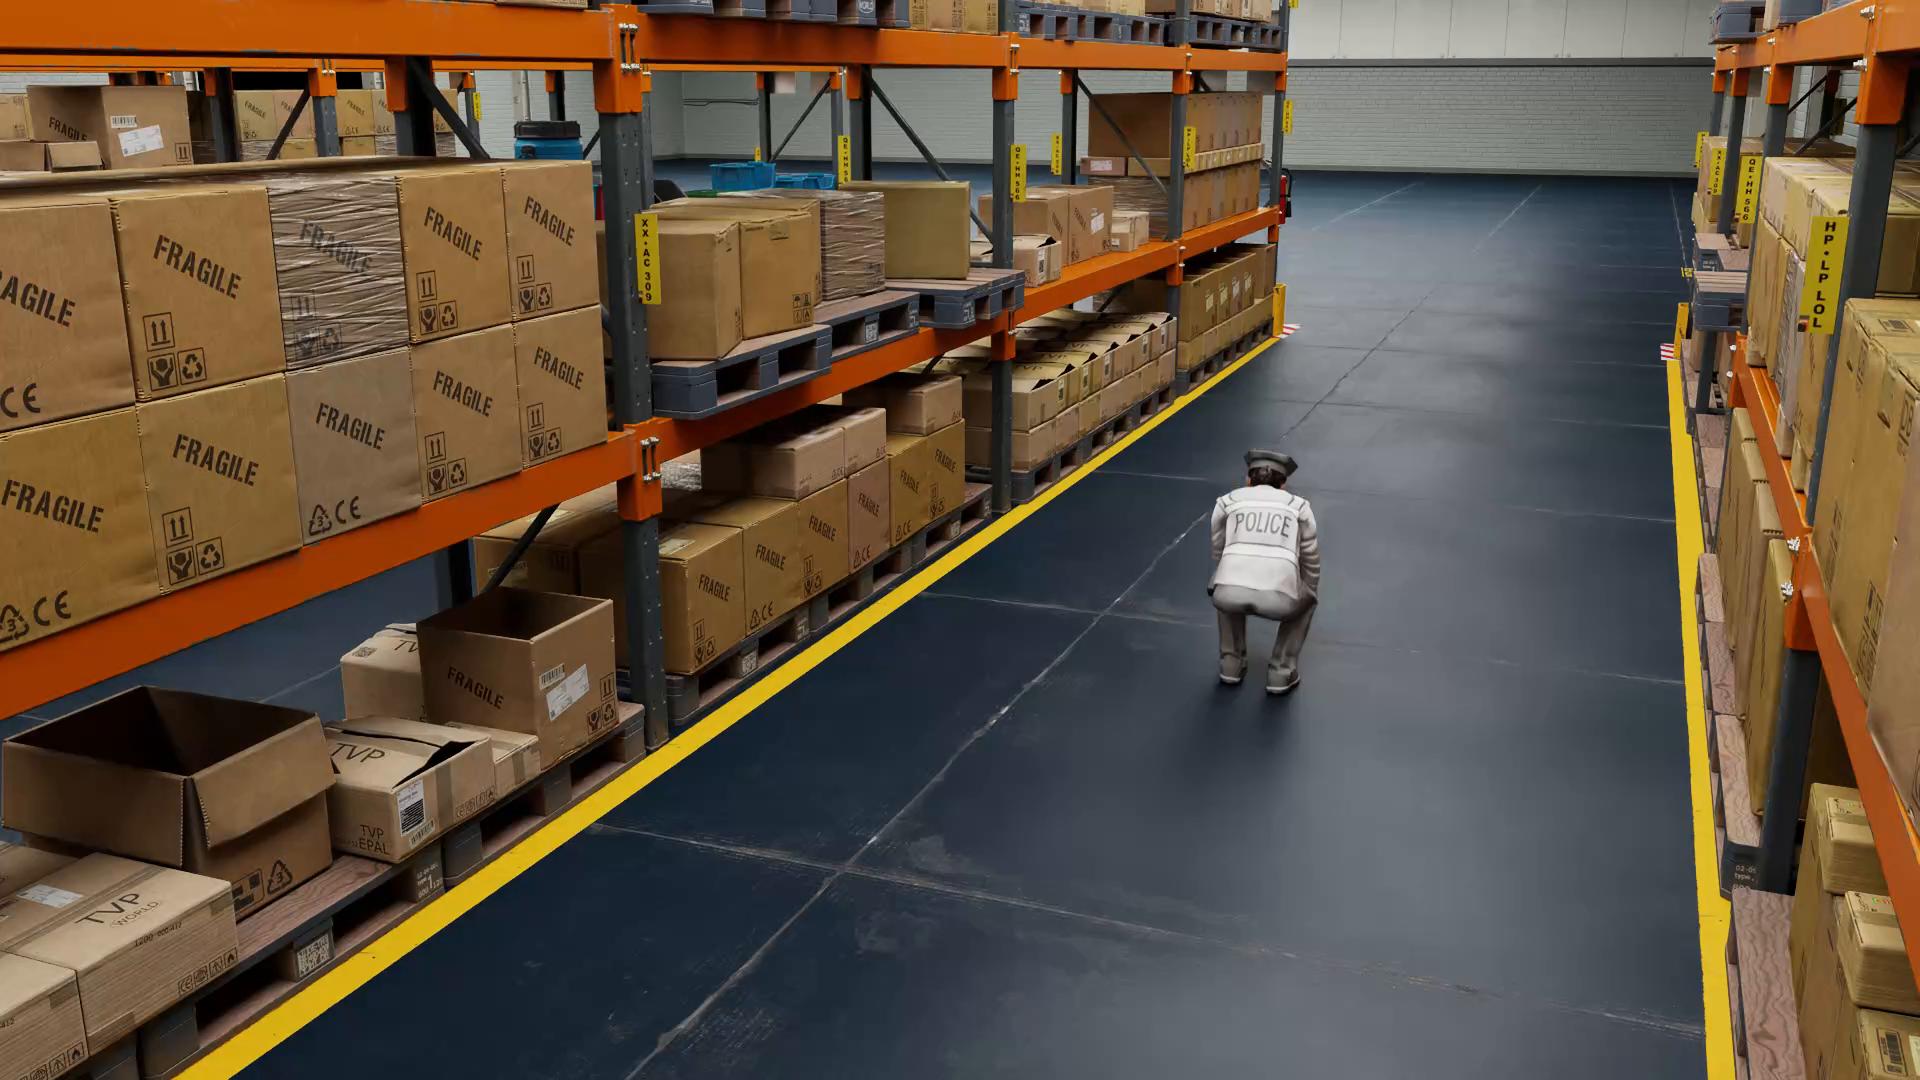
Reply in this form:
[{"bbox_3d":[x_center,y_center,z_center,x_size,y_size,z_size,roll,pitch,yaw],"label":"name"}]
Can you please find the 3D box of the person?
[{"bbox_3d":[1.323,0.131,7.341,0.494,0.983,0.816,6,17,21],"label":"person"}]
